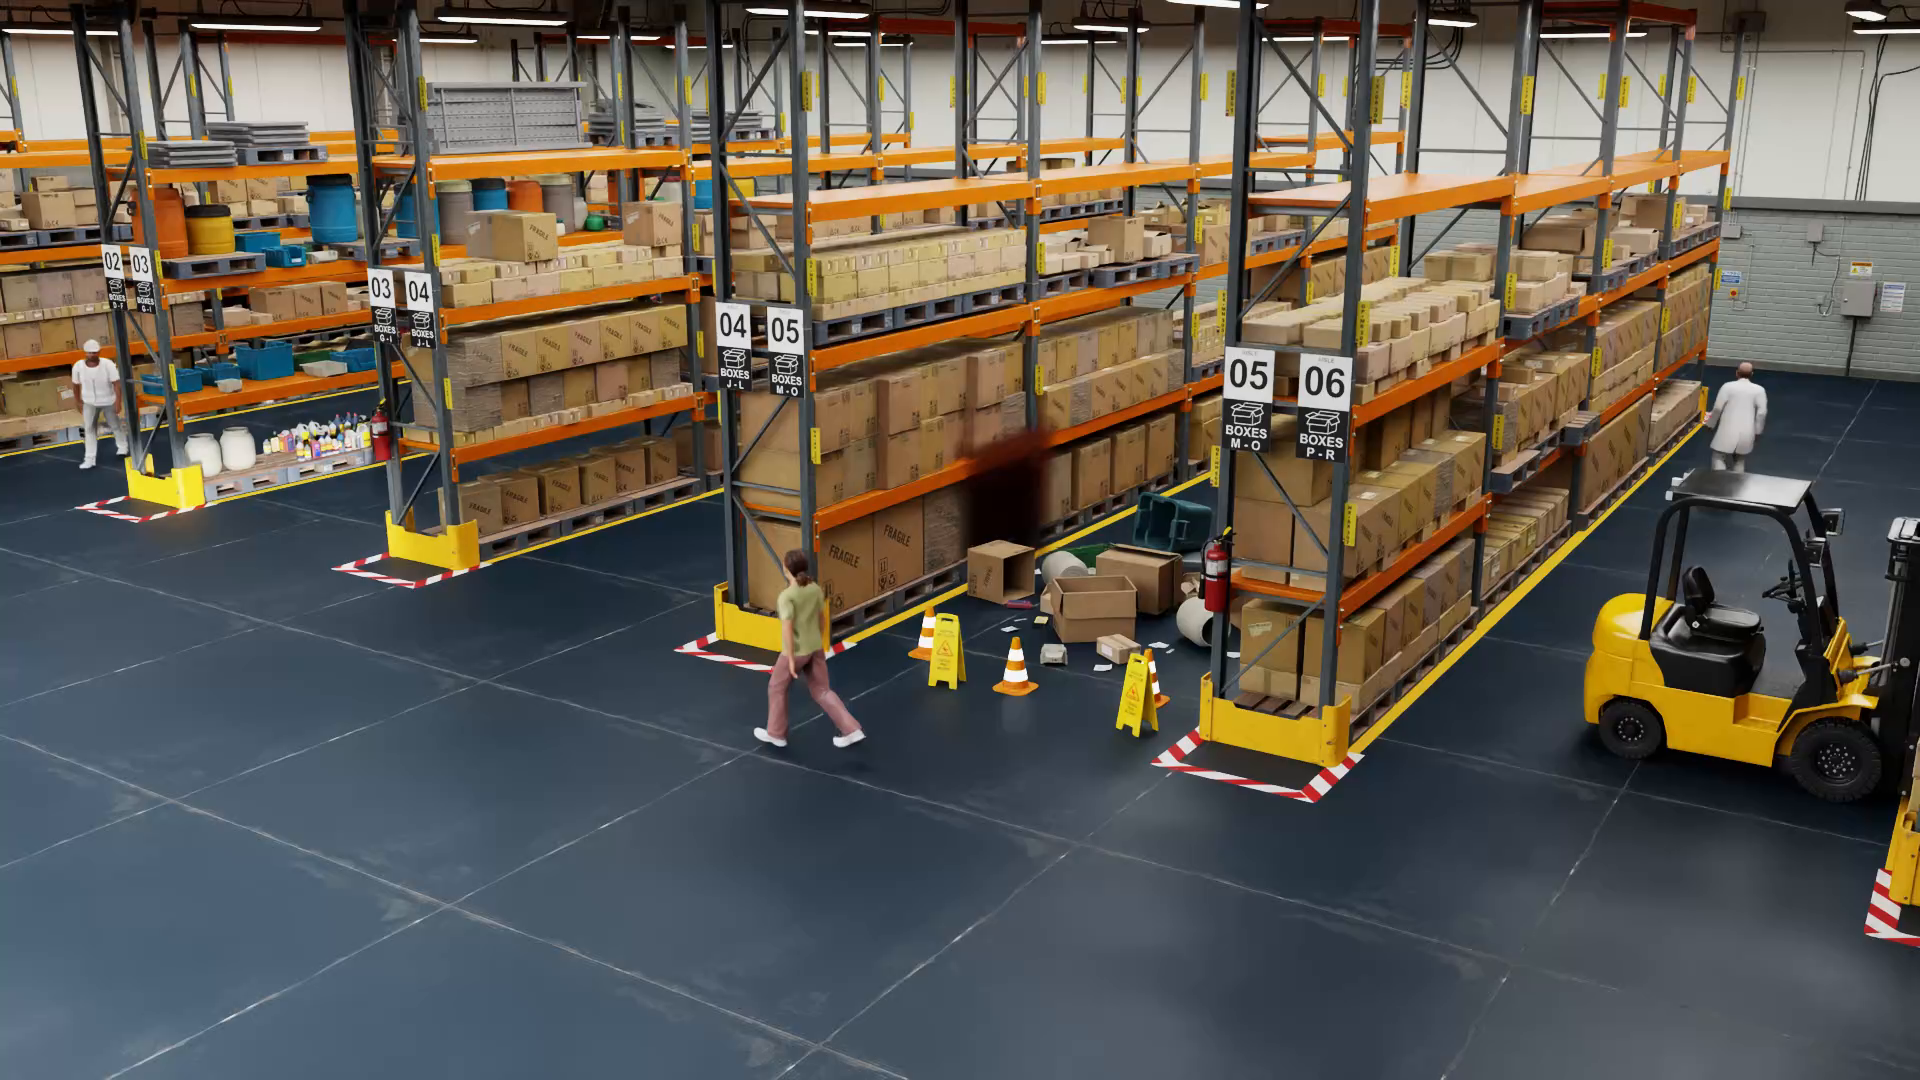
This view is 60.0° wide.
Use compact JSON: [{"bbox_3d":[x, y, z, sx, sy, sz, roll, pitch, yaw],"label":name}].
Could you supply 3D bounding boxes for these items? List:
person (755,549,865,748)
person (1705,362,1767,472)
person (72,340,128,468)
[{"bbox_3d":[-1.211,0.883,12.973,1.002,1.629,0.450,10,19,33],"label":"person"},{"bbox_3d":[9.675,-1.311,20.694,0.659,1.760,0.668,2,16,8],"label":"person"},{"bbox_3d":[-11.806,-1.902,22.775,0.644,1.698,1.113,-2,16,-8],"label":"person"}]
